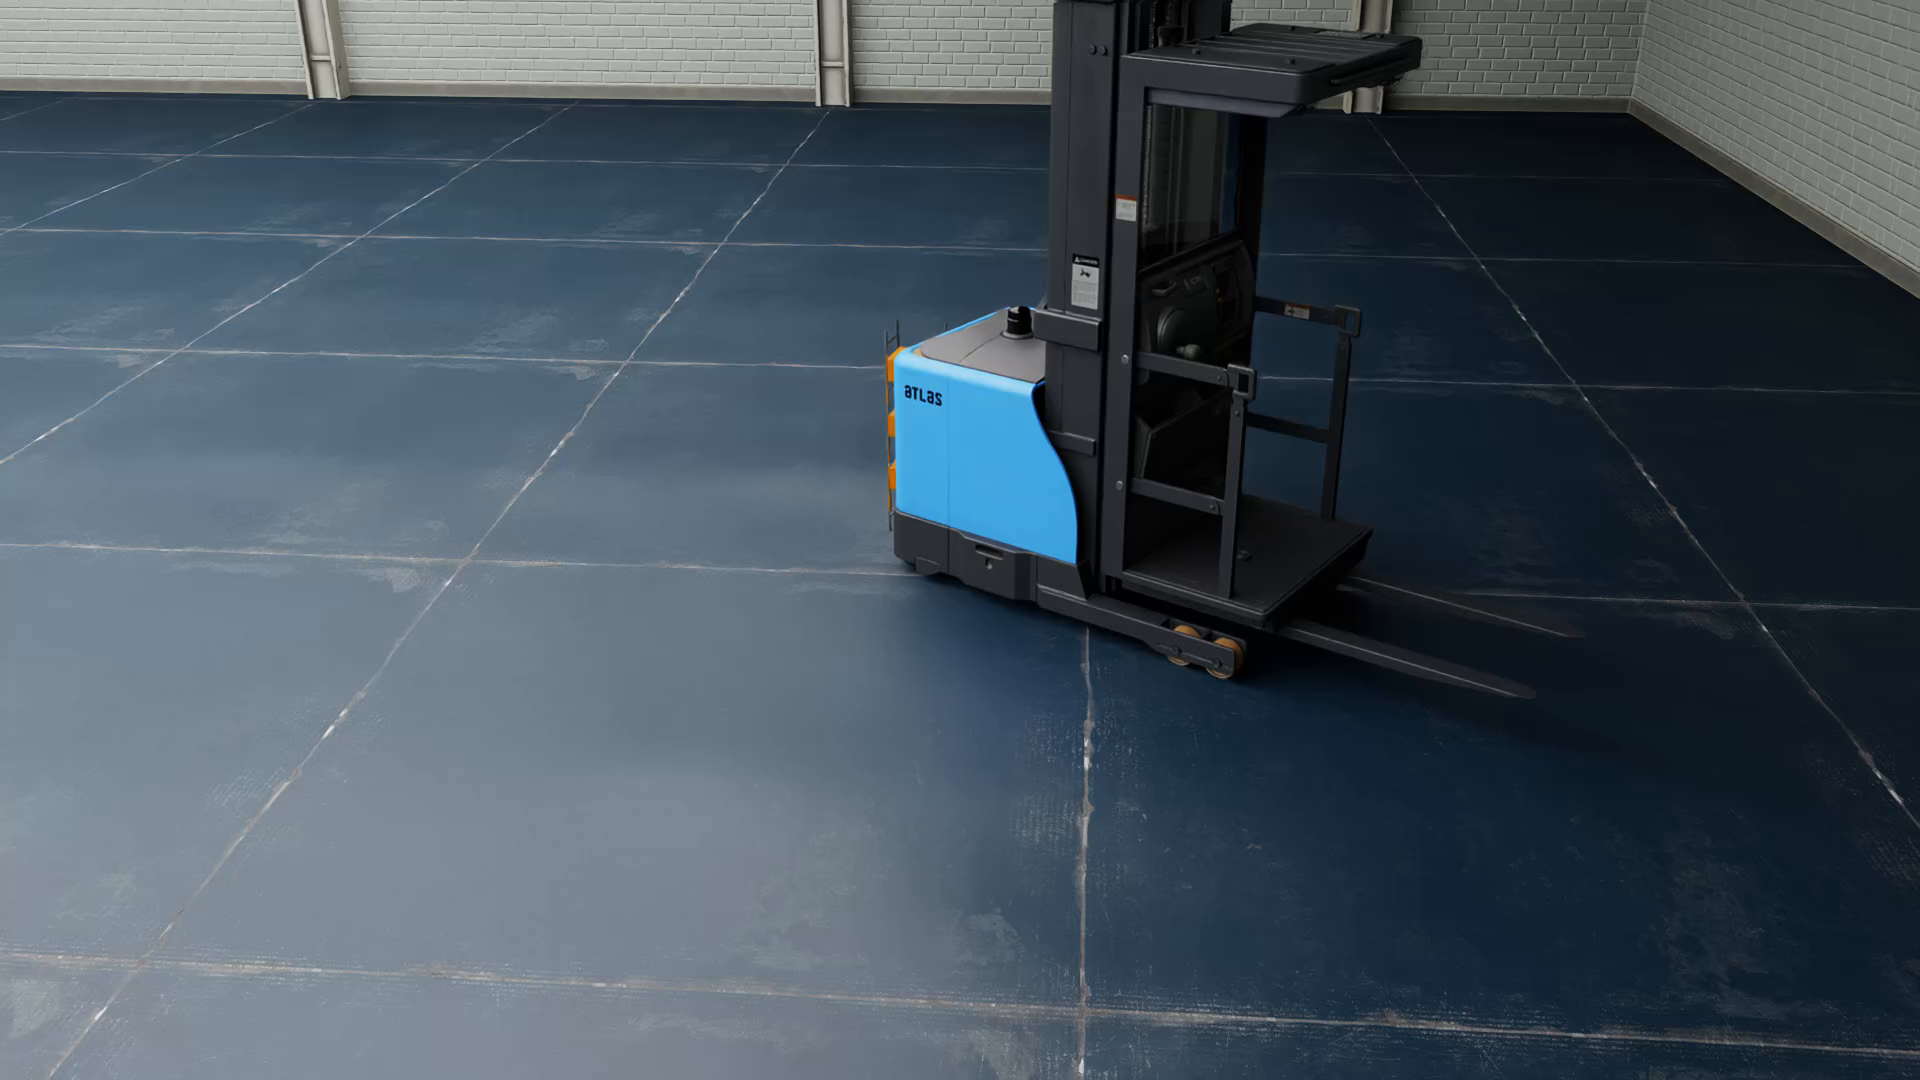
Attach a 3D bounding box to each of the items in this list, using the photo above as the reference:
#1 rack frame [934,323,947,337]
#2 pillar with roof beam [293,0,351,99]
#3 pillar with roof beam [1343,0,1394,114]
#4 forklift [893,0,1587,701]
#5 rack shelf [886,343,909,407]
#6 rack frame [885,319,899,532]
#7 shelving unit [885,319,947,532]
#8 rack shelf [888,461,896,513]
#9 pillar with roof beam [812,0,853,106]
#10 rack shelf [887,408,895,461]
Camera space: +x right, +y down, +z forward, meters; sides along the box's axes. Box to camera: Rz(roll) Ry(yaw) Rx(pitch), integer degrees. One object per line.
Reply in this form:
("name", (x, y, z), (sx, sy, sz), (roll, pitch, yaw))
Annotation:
("rack frame", (-0.092, -0.529, 8.143), (0.008, 1.050, 0.200), (7, 26, 14))
("pillar with roof beam", (-7.755, -7.521, 13.830), (0.400, 9.000, 9.100), (2, 25, 4))
("pillar with roof beam", (4.209, -7.137, 12.996), (0.400, 9.000, 9.100), (2, 25, 4))
("forklift", (1.174, -1.002, 6.921), (3.031, 2.935, 1.130), (17, 30, 32))
("rack shelf", (-0.209, -0.791, 8.059), (0.240, 0.259, 0.215), (7, 26, 14))
("rack frame", (-0.327, -0.557, 8.204), (0.008, 1.050, 0.200), (7, 26, 14))
("shelving unit", (-0.209, -0.543, 8.173), (0.252, 1.050, 0.215), (7, 26, 14))
("rack shelf", (-0.209, -0.281, 8.294), (0.240, 0.259, 0.215), (7, 26, 14))
("pillar with roof beam", (-1.773, -7.329, 13.413), (0.400, 9.000, 9.100), (2, 25, 4))
("rack shelf", (-0.209, -0.533, 8.178), (0.240, 0.259, 0.215), (7, 26, 14))
